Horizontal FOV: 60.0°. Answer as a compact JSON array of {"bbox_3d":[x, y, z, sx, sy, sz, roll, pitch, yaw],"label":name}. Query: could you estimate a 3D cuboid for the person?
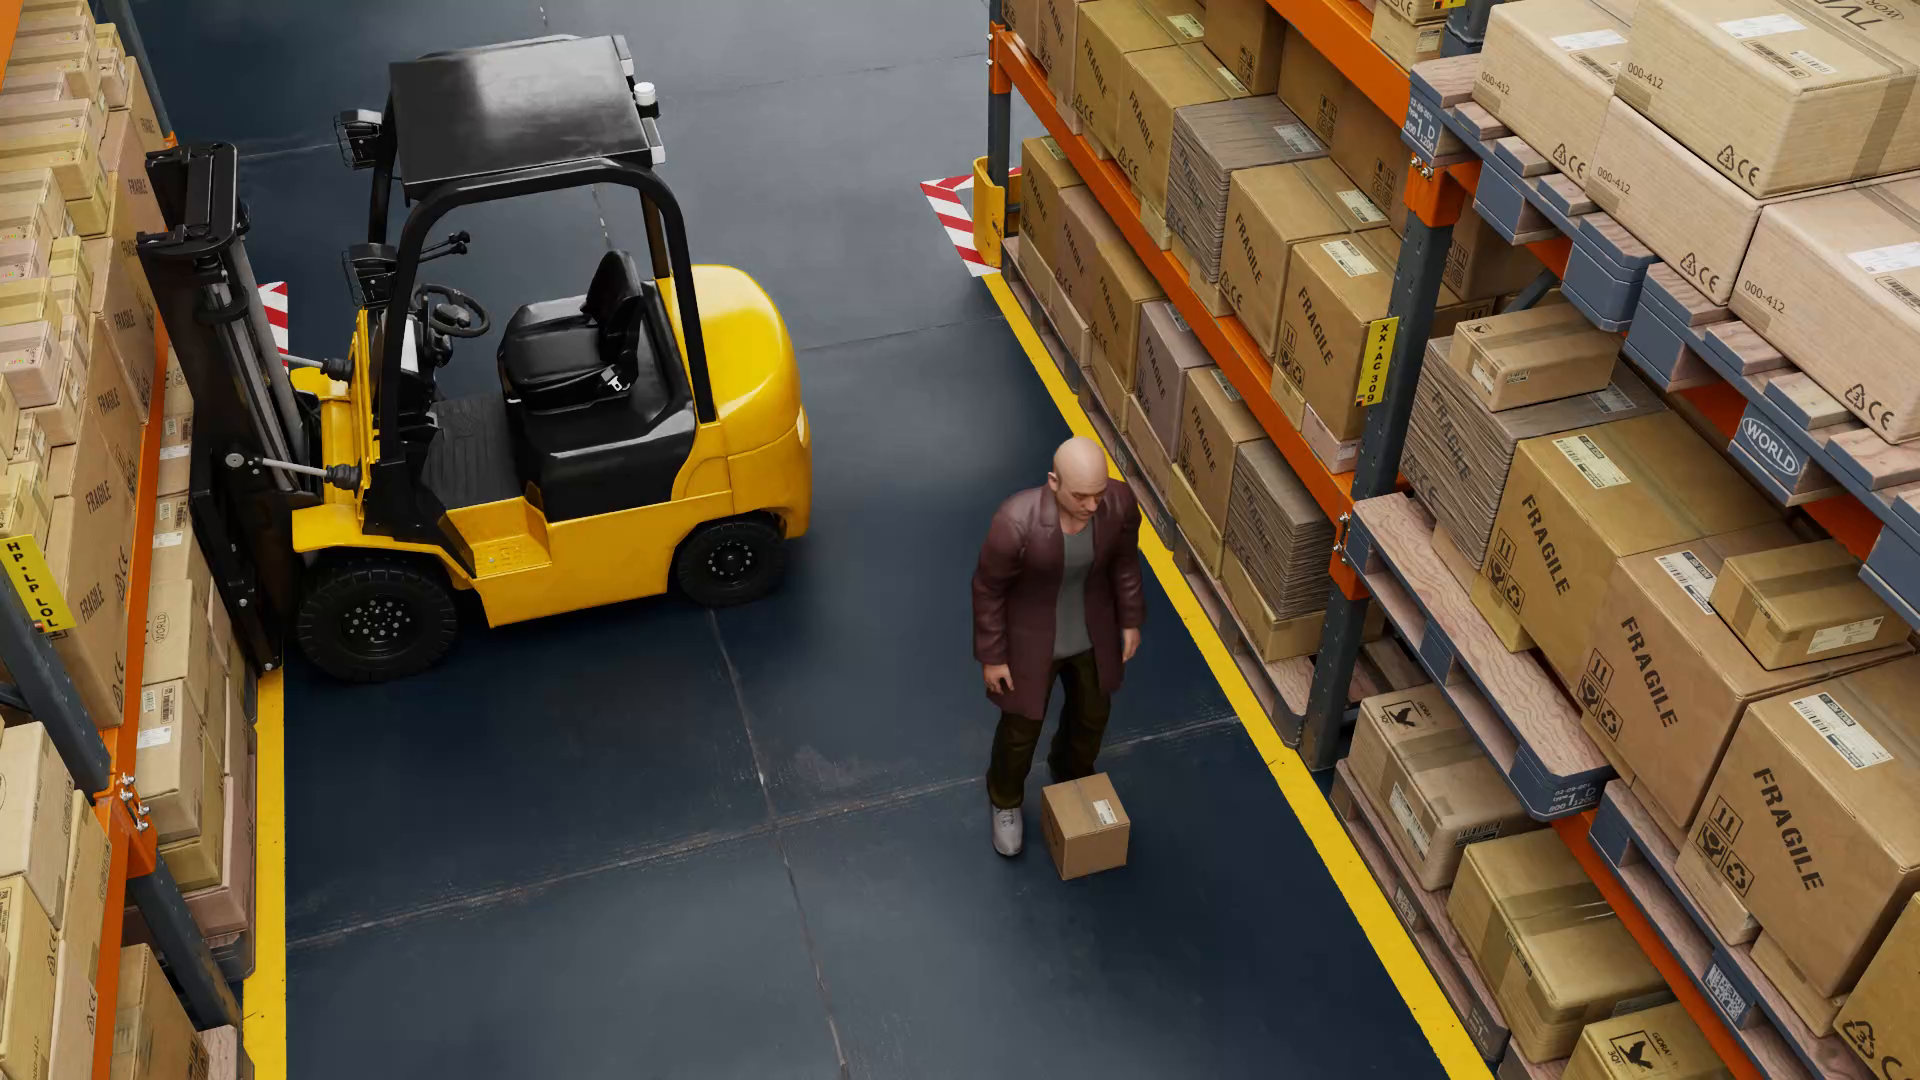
[{"bbox_3d":[0.346,0.340,5.788,0.643,1.774,0.426,-14,44,-15],"label":"person"}]
